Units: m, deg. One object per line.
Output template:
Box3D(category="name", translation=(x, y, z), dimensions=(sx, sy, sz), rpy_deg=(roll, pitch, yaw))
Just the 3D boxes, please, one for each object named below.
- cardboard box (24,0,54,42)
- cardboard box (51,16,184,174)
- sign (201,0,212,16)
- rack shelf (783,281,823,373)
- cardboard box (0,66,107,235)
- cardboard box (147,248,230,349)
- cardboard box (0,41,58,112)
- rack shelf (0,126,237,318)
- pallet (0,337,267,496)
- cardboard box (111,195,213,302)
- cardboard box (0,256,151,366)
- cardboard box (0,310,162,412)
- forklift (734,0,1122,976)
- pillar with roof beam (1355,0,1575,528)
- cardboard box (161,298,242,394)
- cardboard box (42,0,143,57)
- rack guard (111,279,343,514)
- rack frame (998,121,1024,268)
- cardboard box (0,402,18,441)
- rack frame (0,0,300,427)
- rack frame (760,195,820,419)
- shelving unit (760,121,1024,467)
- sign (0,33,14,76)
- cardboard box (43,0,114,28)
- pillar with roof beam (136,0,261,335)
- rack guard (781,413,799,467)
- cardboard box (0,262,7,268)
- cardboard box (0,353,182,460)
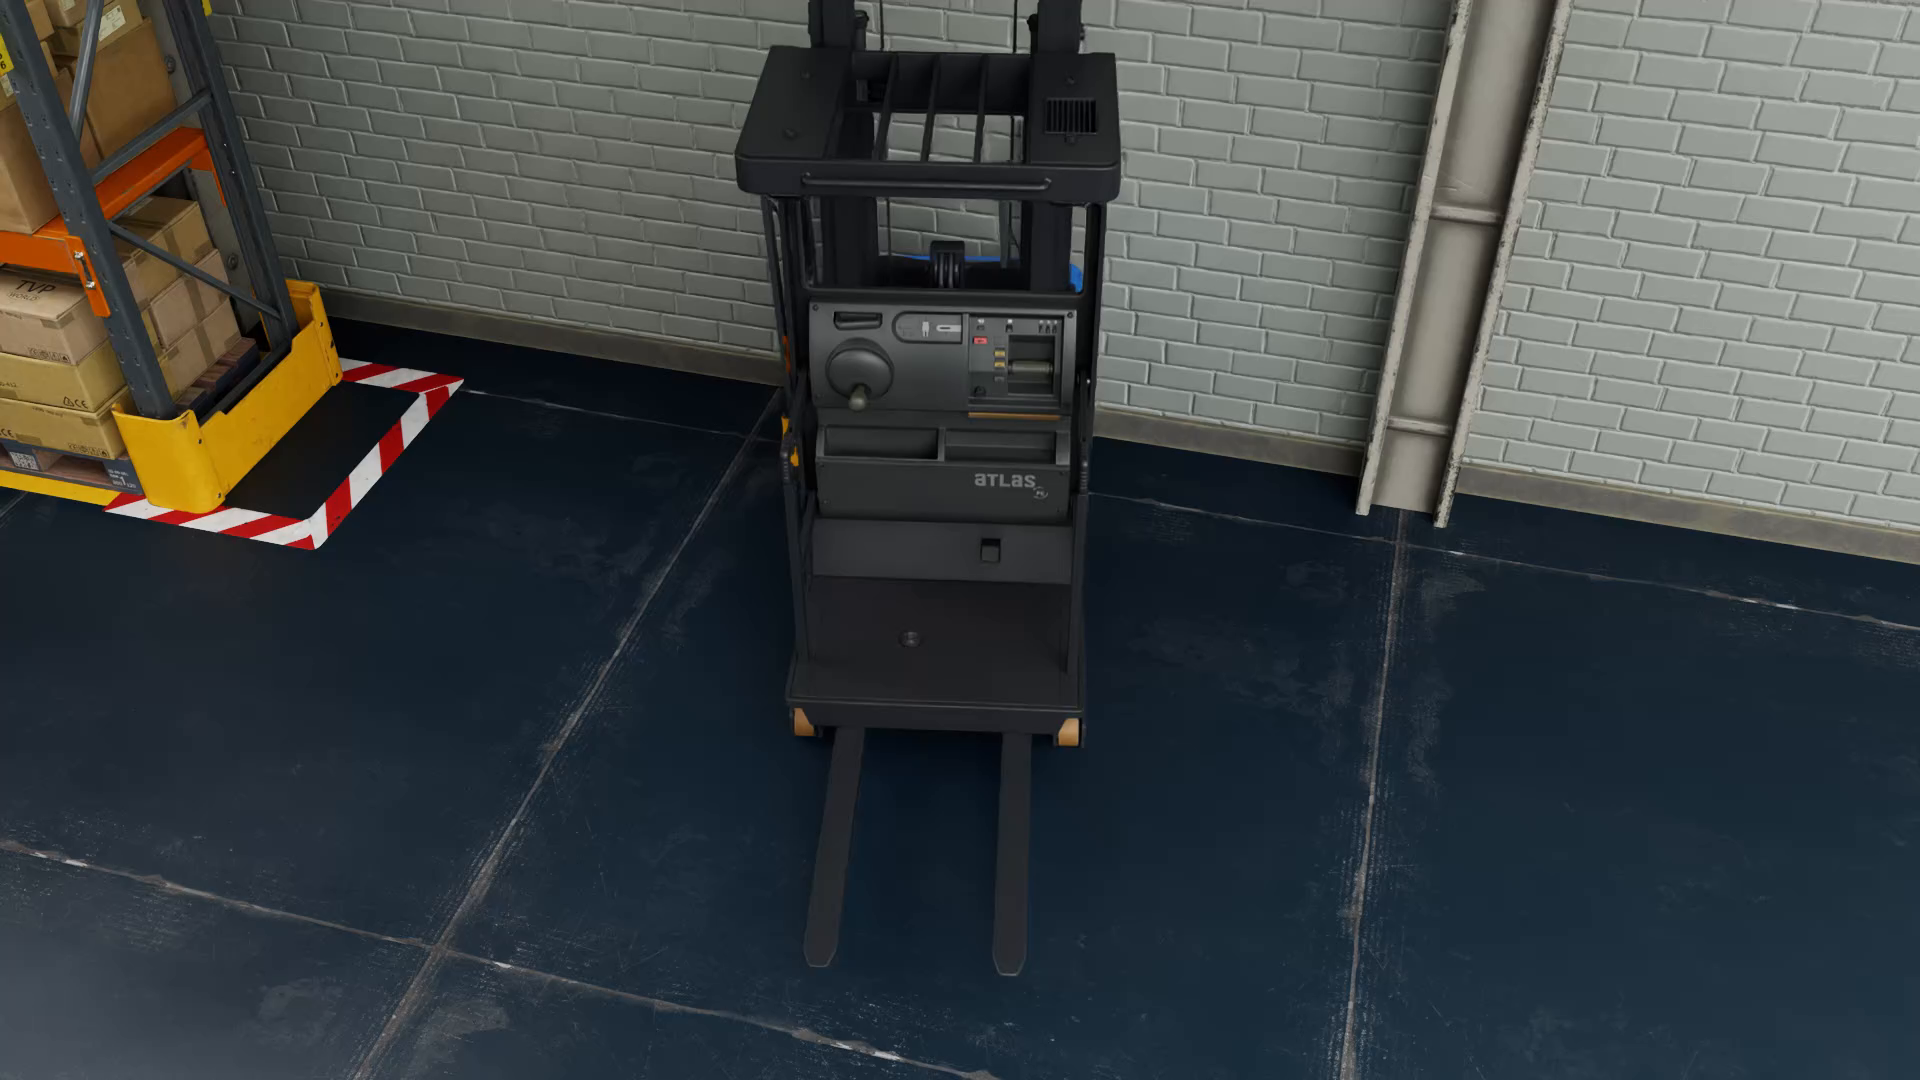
Box3D(category="cardboard box", translation=(-3.771, -1.980, 6.462), dimensions=(0.250, 0.149, 0.380), rpy_deg=(10, 41, 12))
Box3D(category="cardboard box", translation=(-3.778, -1.944, 7.155), dimensions=(0.500, 0.500, 0.500), rpy_deg=(11, 41, 13))
Box3D(category="sign", translation=(-3.222, -2.357, 6.989), dimensions=(0.005, 0.325, 0.100), rpy_deg=(10, 41, 11))
Box3D(category="rack shelf", translation=(-0.224, -0.913, 7.404), dimensions=(1.000, 0.185, 0.538), rpy_deg=(6, 38, 13))
Box3D(category="cardboard box", translation=(-3.914, -1.608, 6.755), dimensions=(0.500, 0.500, 0.500), rpy_deg=(9, 41, 10))
Box3D(category="cardboard box", translation=(-3.771, -1.158, 7.719), dimensions=(0.500, 0.250, 0.500), rpy_deg=(10, 41, 12))
Box3D(category="cardboard box", translation=(-3.778, -1.821, 6.504), dimensions=(0.250, 0.149, 0.380), rpy_deg=(10, 41, 12))
Box3D(category="rack shelf", translation=(-5.303, -1.708, 7.511), dimensions=(4.000, 0.370, 1.077), rpy_deg=(10, 41, 11))
Box3D(category="pallet", translation=(-4.121, -0.685, 7.901), dimensions=(1.213, 0.211, 1.003), rpy_deg=(10, 41, 11))
Box3D(category="cardboard box", translation=(-3.786, -1.339, 7.546), dimensions=(0.500, 0.250, 0.500), rpy_deg=(9, 41, 11))
Box3D(category="cardboard box", translation=(-3.896, -1.025, 7.172), dimensions=(0.500, 0.250, 0.500), rpy_deg=(11, 41, 13))
Box3D(category="cardboard box", translation=(-3.922, -0.837, 7.337), dimensions=(0.500, 0.250, 0.500), rpy_deg=(9, 41, 11))
Box3D(category="forklift", translation=(-0.070, -0.557, 5.634), dimensions=(1.130, 2.935, 3.031), rpy_deg=(2, 40, 2))
Box3D(category="pillar with roof beam", translation=(0.873, -0.952, 1.387), dimensions=(0.400, 9.000, 9.100), rpy_deg=(10, 41, 11))
Box3D(category="cardboard box", translation=(-3.795, -0.962, 7.875), dimensions=(0.500, 0.250, 0.500), rpy_deg=(10, 41, 12))
Box3D(category="cardboard box", translation=(-3.632, -2.155, 6.902), dimensions=(0.250, 0.149, 0.380), rpy_deg=(9, 41, 10))
Box3D(category="rack guard", translation=(-3.348, -0.690, 7.683), dimensions=(0.348, 0.500, 1.175), rpy_deg=(10, 41, 11))
Box3D(category="rack frame", translation=(0.259, -1.002, 7.181), dimensions=(0.032, 1.500, 0.500), rpy_deg=(6, 38, 13))
Box3D(category="cardboard box", translation=(-4.384, -0.729, 7.598), dimensions=(0.500, 0.250, 0.500), rpy_deg=(10, 41, 11))
Box3D(category="rack frame", translation=(-3.371, -1.651, 6.884), dimensions=(0.127, 3.000, 1.000), rpy_deg=(10, 41, 11))
Box3D(category="rack frame", translation=(-0.725, -1.112, 7.412), dimensions=(0.032, 1.500, 0.500), rpy_deg=(6, 38, 13))
Box3D(category="shelving unit", translation=(-0.242, -1.058, 7.299), dimensions=(1.083, 1.500, 0.587), rpy_deg=(6, 38, 13))
Box3D(category="sign", translation=(-3.525, -1.850, 6.036), dimensions=(0.005, 0.325, 0.100), rpy_deg=(10, 41, 11))
Box3D(category="cardboard box", translation=(-3.640, -2.240, 6.772), dimensions=(0.250, 0.149, 0.380), rpy_deg=(9, 41, 11))
Box3D(category="pillar with roof beam", translation=(-4.923, -1.950, 2.574), dimensions=(0.400, 9.000, 9.100), rpy_deg=(10, 41, 11))
Box3D(category="rack guard", translation=(-0.693, -0.611, 7.784), dimensions=(0.087, 0.250, 0.587), rpy_deg=(6, 38, 13))
Box3D(category="cardboard box", translation=(-4.391, -1.106, 7.268), dimensions=(0.500, 0.250, 0.500), rpy_deg=(10, 41, 12))
Box3D(category="cardboard box", translation=(-3.907, -0.641, 7.492), dimensions=(0.500, 0.250, 0.500), rpy_deg=(10, 41, 12))
